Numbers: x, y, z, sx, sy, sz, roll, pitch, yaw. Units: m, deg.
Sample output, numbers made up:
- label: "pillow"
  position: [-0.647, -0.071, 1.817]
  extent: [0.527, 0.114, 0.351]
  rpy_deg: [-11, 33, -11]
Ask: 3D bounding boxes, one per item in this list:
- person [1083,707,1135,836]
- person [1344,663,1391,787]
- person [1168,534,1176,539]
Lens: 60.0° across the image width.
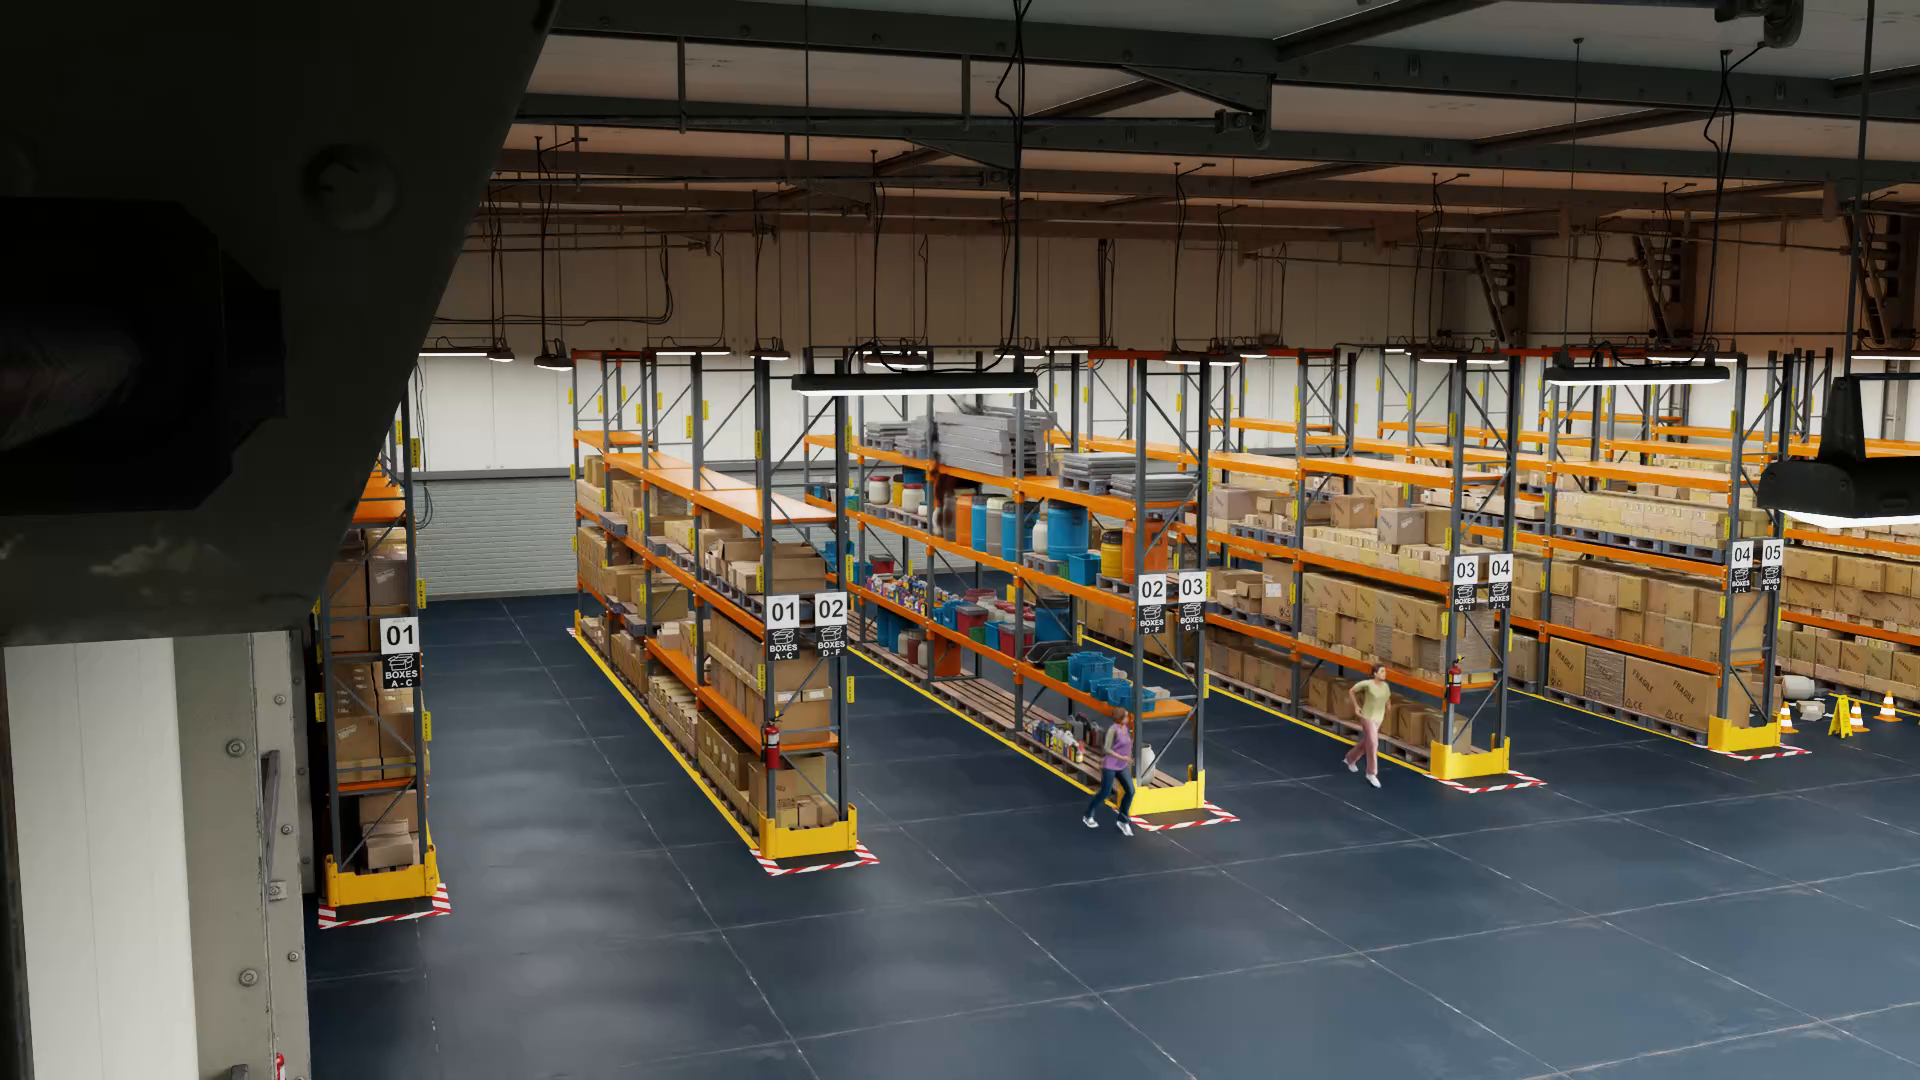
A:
- label: "person"
  position: [1.966, 2.929, 21.194]
  extent: [0.655, 1.632, 0.601]
  rpy_deg: [6, 9, 39]
- label: "person"
  position: [5.883, 2.571, 23.702]
  extent: [0.583, 1.673, 0.908]
  rpy_deg: [-4, 8, -28]
- label: "person"
  position: [4.943, 0.419, 40.760]
  extent: [0.751, 1.712, 1.007]
  rpy_deg: [5, 9, 37]
